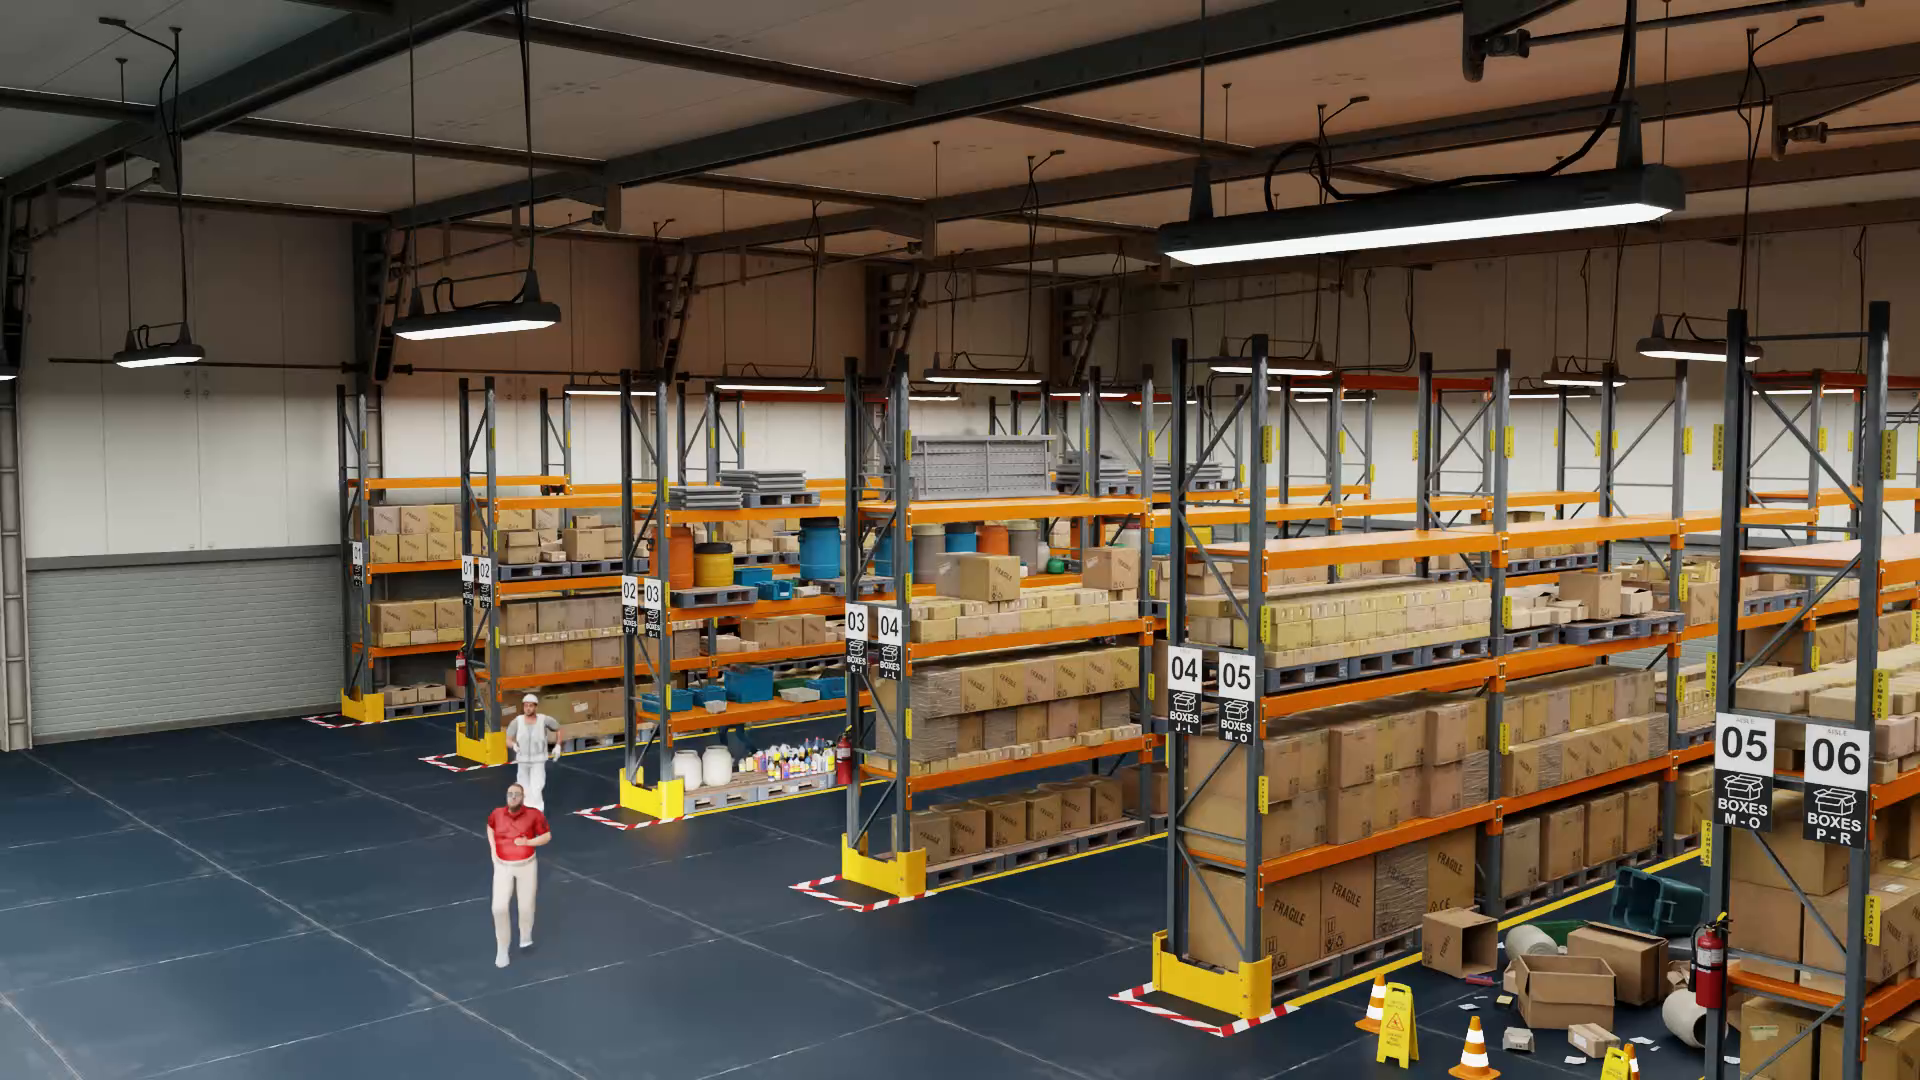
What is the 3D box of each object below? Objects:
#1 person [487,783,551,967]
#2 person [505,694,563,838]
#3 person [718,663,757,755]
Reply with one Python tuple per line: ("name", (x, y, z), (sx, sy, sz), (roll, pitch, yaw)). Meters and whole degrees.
("person", (-4.327, 3.263, 16.319), (0.641, 1.795, 0.803), (-1, 4, -8))
("person", (-5.466, 2.895, 21.280), (0.680, 1.871, 0.760), (0, 4, 0))
("person", (-3.422, 2.697, 25.426), (0.739, 1.647, 0.523), (-4, 5, -44))
